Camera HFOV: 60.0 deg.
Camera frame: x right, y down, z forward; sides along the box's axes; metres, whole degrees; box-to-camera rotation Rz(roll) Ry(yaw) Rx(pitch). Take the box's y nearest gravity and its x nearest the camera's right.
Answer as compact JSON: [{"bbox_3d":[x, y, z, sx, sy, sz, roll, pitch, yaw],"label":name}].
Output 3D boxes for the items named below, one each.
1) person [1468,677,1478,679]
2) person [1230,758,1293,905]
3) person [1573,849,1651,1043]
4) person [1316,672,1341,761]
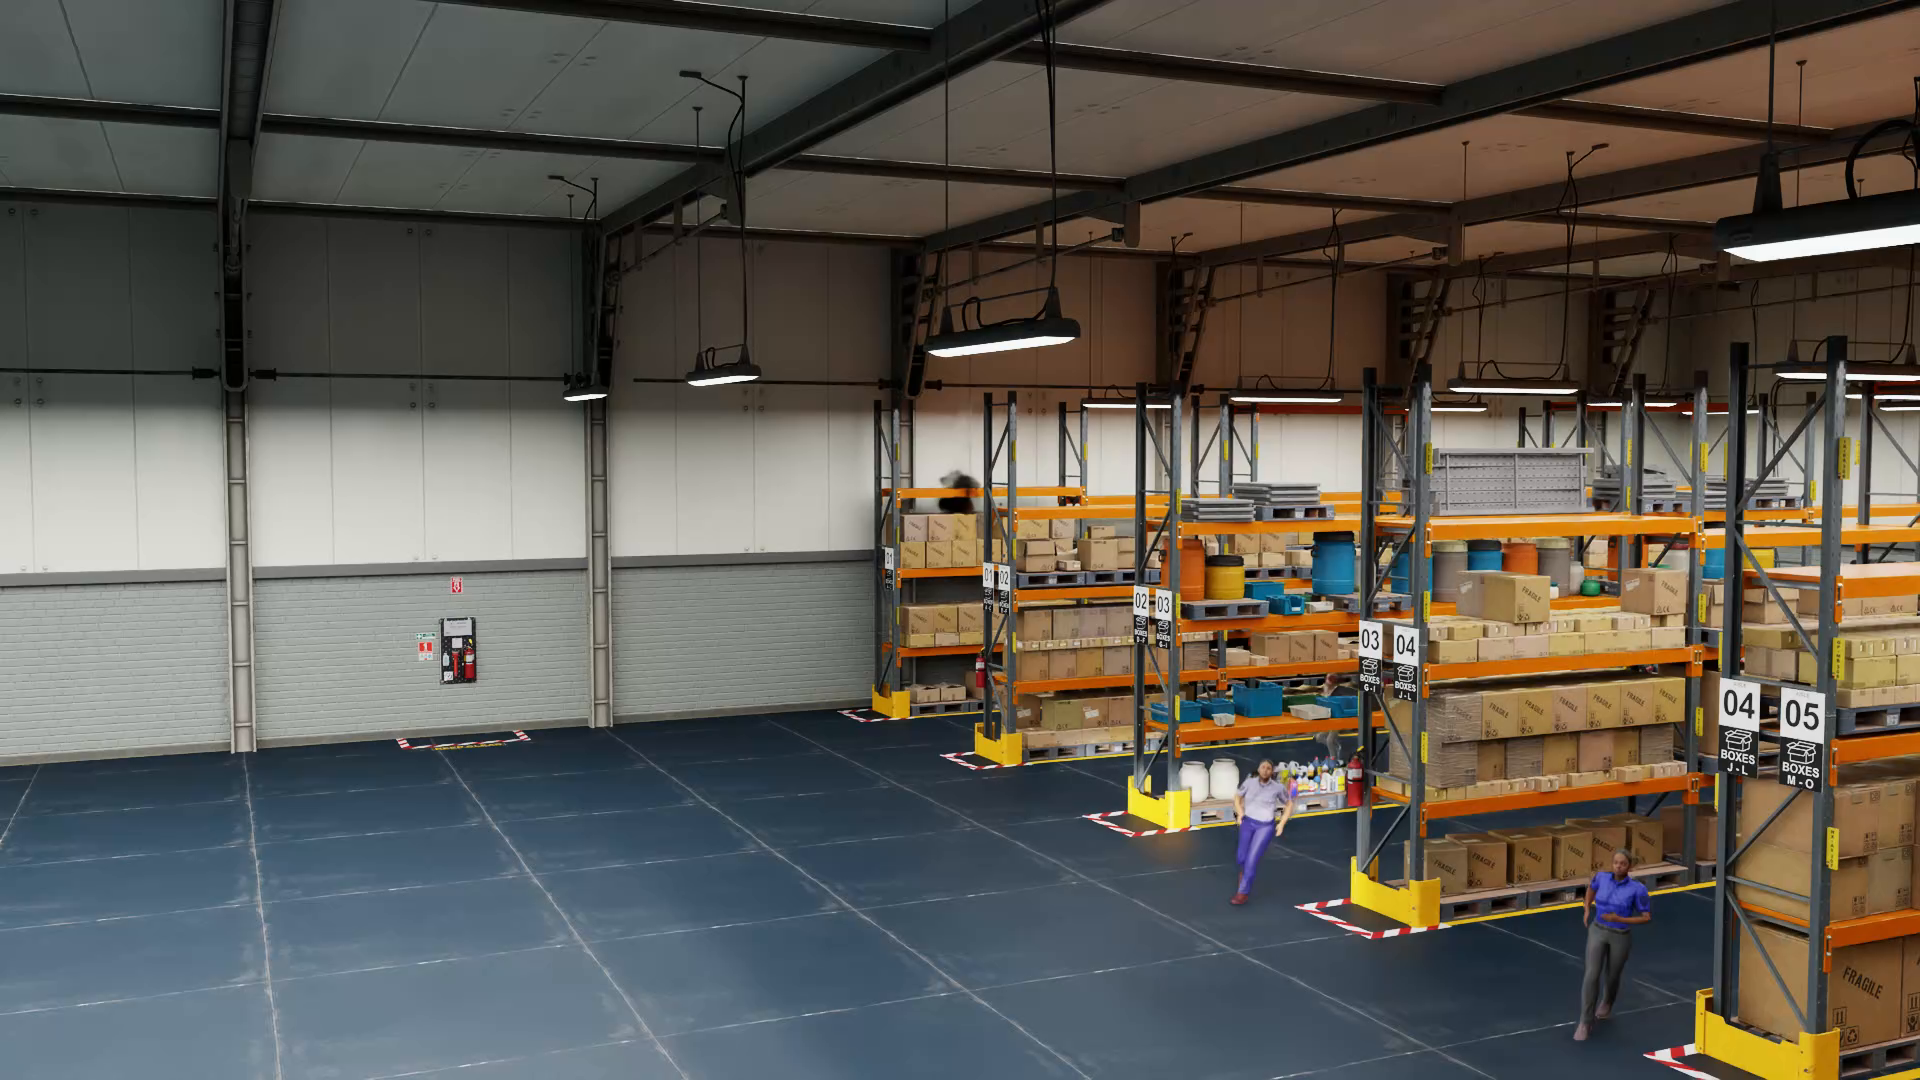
[{"bbox_3d":[8.778,2.711,28.167,0.894,1.635,0.583,-2,4,-33],"label":"person"},{"bbox_3d":[3.404,3.276,18.843,0.673,1.593,0.826,2,4,27],"label":"person"},{"bbox_3d":[5.743,3.515,14.535,0.581,1.691,0.832,2,4,33],"label":"person"},{"bbox_3d":[5.875,2.864,26.293,0.521,1.558,0.547,-2,4,-32],"label":"person"}]
